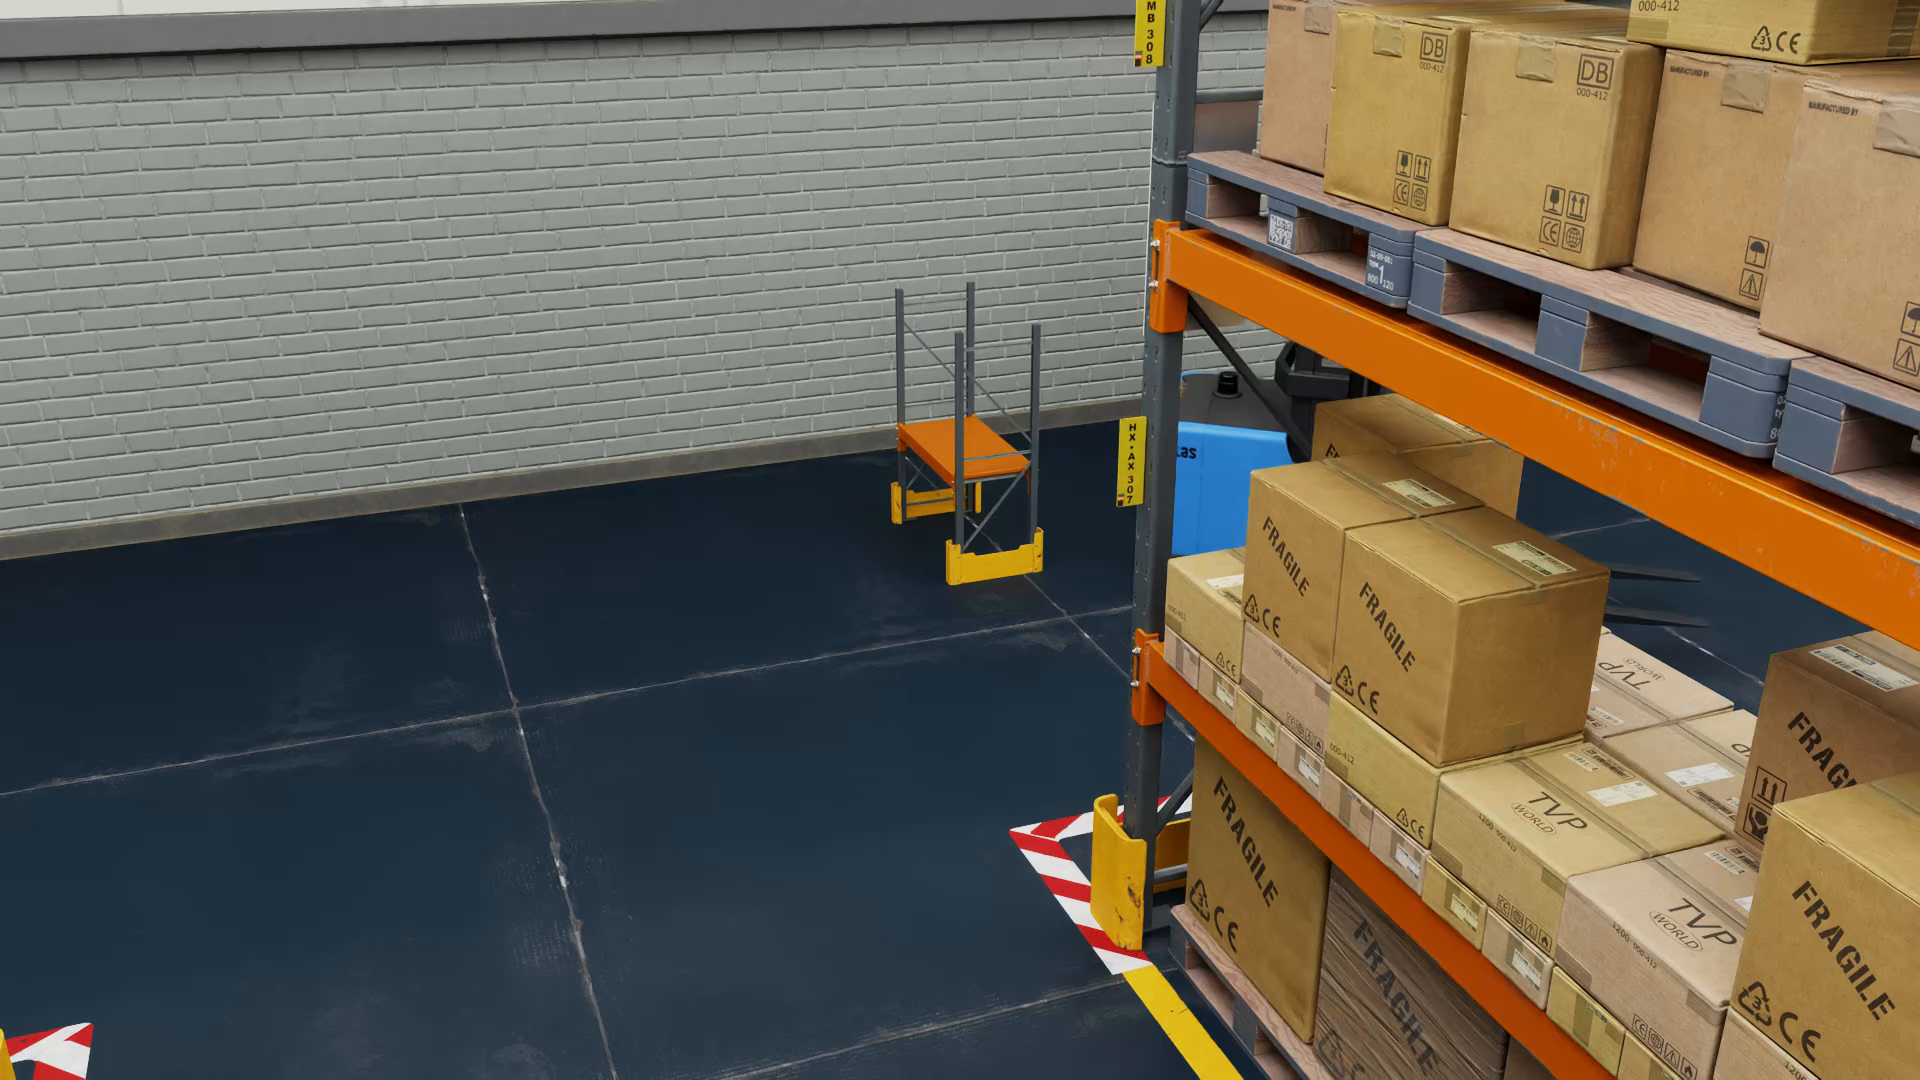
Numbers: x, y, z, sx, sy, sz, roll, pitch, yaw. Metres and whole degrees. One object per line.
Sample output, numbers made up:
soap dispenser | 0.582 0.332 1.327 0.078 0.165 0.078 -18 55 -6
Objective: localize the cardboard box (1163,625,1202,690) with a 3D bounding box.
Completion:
cardboard box | 0.938 0.379 5.813 0.380 0.149 0.250 -8 24 -18

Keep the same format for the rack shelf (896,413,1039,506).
rack shelf | 0.030 -0.494 9.955 0.538 0.185 1.000 -8 24 -19

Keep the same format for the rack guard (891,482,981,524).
rack guard | -0.149 -0.268 10.565 0.587 0.250 0.087 -8 24 -19

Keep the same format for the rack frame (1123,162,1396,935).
rack frame | 1.122 0.089 6.178 1.000 3.000 0.127 -8 24 -19

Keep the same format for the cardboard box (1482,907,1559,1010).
cardboard box | 1.577 1.032 4.262 0.380 0.149 0.250 -8 24 -18

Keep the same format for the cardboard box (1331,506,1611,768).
cardboard box | 1.404 0.256 4.626 0.500 0.500 0.500 -9 24 -20

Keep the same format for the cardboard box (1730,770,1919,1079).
cardboard box | 1.949 0.815 3.298 0.500 0.500 0.500 -8 24 -18

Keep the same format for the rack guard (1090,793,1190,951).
rack guard | 1.113 1.232 6.684 1.175 0.500 0.348 -8 24 -19

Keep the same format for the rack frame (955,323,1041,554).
rack frame | 0.210 -0.475 9.447 0.500 1.500 0.032 -8 24 -19

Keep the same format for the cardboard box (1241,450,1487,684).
cardboard box | 1.215 0.068 5.071 0.500 0.500 0.500 -9 24 -20

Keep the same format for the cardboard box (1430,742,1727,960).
cardboard box | 1.592 0.792 4.319 0.500 0.250 0.500 -9 24 -20

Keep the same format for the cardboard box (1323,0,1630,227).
cardboard box | 1.441 -1.177 4.520 0.700 0.500 0.500 -9 25 -21

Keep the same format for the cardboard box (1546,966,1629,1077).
cardboard box | 1.666 1.125 4.042 0.380 0.149 0.250 -9 24 -20

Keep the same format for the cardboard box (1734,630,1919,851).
cardboard box | 2.250 0.551 3.926 0.500 0.500 0.500 -9 25 -21

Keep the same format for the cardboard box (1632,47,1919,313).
cardboard box | 1.964 -0.808 3.644 0.700 0.500 0.500 -7 24 -17

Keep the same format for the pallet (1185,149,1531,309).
pallet | 1.393 -0.985 4.976 1.003 0.211 1.213 -8 24 -19

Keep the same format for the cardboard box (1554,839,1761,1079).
cardboard box | 1.767 0.976 3.881 0.500 0.250 0.500 -8 24 -18

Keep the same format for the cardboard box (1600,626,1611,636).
cardboard box | 1.720 0.345 5.380 0.500 0.250 0.500 -9 24 -20

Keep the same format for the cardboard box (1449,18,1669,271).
cardboard box | 1.669 -0.996 4.090 0.700 0.500 0.500 -10 25 -23

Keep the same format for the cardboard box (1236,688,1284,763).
cardboard box | 1.121 0.565 5.372 0.380 0.149 0.250 -9 24 -20

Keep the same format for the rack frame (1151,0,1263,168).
rack frame | 1.122 -2.676 5.013 1.000 3.000 0.127 -8 24 -19

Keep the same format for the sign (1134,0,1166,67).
sign | 0.600 -1.659 5.235 0.100 0.325 0.005 -8 24 -19

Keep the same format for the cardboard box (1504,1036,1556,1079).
cardboard box | 2.058 1.750 4.432 0.875 0.875 0.875 -8 24 -19

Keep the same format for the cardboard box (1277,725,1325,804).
cardboard box | 1.214 0.659 5.147 0.380 0.149 0.250 -9 24 -20

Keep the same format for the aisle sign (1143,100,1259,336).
aisle sign | 0.815 -1.094 5.637 0.394 0.787 0.004 -8 24 -19

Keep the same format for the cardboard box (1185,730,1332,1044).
cardboard box | 1.422 1.096 5.983 0.875 0.875 0.875 -8 24 -19

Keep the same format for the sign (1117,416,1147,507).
sign | 0.600 -0.273 5.819 0.100 0.325 0.005 -8 24 -19

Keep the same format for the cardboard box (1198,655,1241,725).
cardboard box | 1.030 0.472 5.593 0.380 0.149 0.250 -9 24 -20

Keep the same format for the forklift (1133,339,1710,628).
forklift | 2.559 -1.011 8.875 3.031 2.935 1.130 8 24 17

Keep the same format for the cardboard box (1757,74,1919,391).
cardboard box | 2.016 -0.598 3.147 0.700 0.500 0.500 -7 24 -16

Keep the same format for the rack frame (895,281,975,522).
rack frame | -0.149 -0.845 10.323 0.500 1.500 0.032 -8 24 -19

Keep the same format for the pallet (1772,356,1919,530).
pallet | 2.255 -0.098 2.873 1.003 0.211 1.213 -8 24 -19

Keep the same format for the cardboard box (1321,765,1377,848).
cardboard box | 1.303 0.752 4.928 0.380 0.149 0.250 -9 24 -20

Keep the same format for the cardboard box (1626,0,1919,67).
cardboard box | 1.826 -1.190 3.585 0.500 0.250 0.500 -9 25 -21

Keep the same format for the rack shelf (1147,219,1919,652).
rack shelf | 1.828 -0.236 4.011 1.077 0.370 4.000 -8 24 -19

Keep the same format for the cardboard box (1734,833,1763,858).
cardboard box | 2.254 0.898 4.066 0.500 0.250 0.500 -8 24 -18

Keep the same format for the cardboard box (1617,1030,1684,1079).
cardboard box | 1.756 1.218 3.822 0.380 0.149 0.250 -8 24 -18

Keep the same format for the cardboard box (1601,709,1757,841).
cardboard box | 2.087 0.718 4.494 0.500 0.250 0.500 -8 24 -19

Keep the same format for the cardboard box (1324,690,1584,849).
cardboard box | 1.402 0.603 4.767 0.500 0.250 0.500 -9 25 -21

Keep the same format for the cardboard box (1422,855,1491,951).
cardboard box | 1.483 0.937 4.488 0.380 0.149 0.250 -9 24 -20

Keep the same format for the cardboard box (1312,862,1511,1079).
cardboard box | 1.744 1.426 5.199 0.875 0.875 0.875 -8 24 -19

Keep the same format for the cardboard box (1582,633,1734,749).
cardboard box | 1.900 0.530 4.942 0.500 0.250 0.500 -9 25 -21

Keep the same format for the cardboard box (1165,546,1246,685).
cardboard box | 1.038 0.232 5.648 0.500 0.250 0.500 -9 24 -20

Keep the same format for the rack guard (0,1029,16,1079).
rack guard | -3.533 1.913 5.068 1.175 0.500 0.348 -8 24 -19

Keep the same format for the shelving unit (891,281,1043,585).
shelving unit | 0.027 -0.663 9.893 0.587 1.500 1.083 -8 24 -19

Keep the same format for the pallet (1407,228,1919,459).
pallet | 1.828 -0.541 3.923 1.003 0.211 1.213 -8 24 -19

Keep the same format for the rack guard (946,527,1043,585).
rack guard | 0.203 0.093 9.706 0.587 0.250 0.087 -8 24 -19

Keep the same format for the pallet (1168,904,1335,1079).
pallet | 1.477 1.653 6.056 1.003 0.211 1.213 -8 24 -19

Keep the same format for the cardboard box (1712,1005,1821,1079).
cardboard box | 1.948 1.162 3.441 0.500 0.250 0.500 -8 24 -17

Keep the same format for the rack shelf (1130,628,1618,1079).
rack shelf | 1.828 1.147 4.593 1.077 0.370 4.000 -8 24 -19

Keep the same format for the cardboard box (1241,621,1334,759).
cardboard box | 1.228 0.420 5.202 0.500 0.250 0.500 -9 24 -20

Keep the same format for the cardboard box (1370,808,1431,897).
cardboard box | 1.395 0.845 4.706 0.380 0.149 0.250 -9 24 -20

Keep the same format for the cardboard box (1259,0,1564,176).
cardboard box | 1.355 -1.398 5.044 0.700 0.500 0.500 -10 25 -22

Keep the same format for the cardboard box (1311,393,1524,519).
cardboard box | 1.539 -0.184 5.669 0.500 0.500 0.500 -8 24 -18
